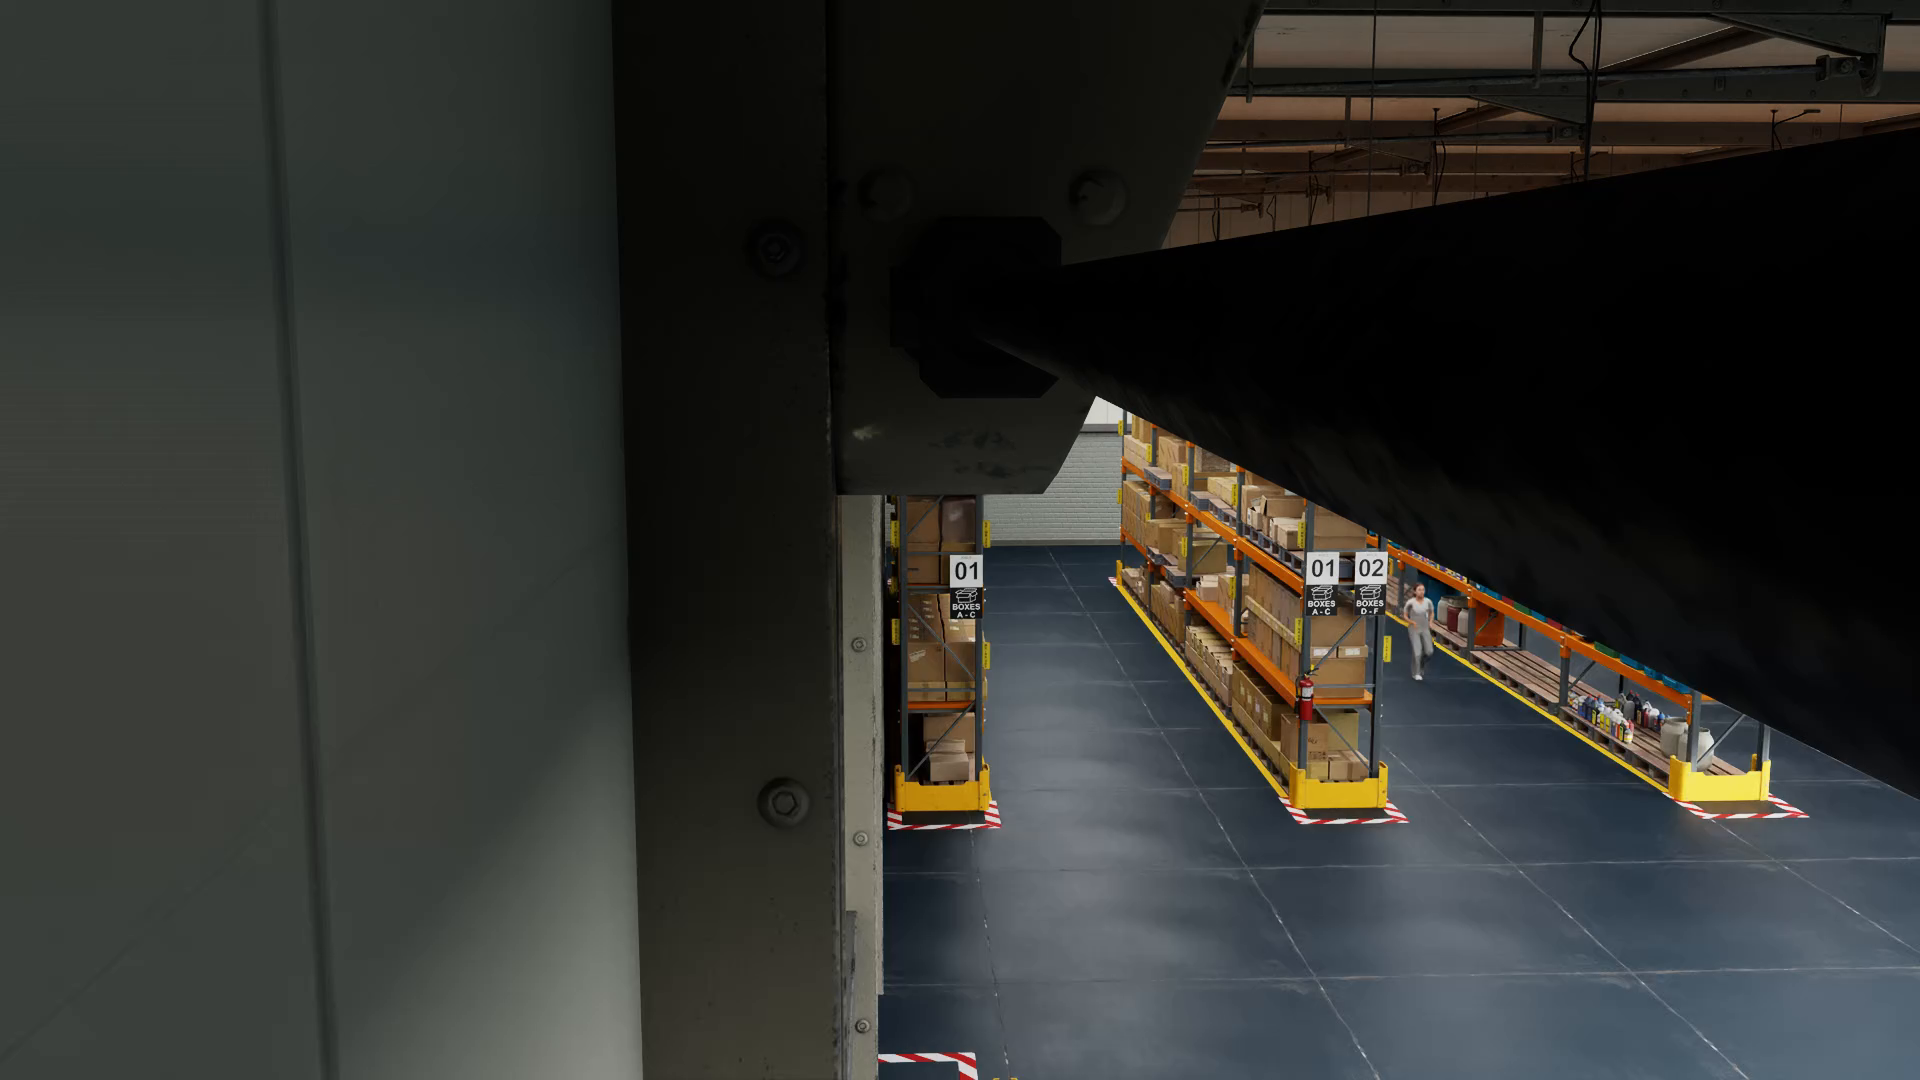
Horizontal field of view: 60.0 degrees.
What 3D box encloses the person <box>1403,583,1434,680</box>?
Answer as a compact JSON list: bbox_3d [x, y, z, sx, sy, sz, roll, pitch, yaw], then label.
[{"bbox_3d":[7.541,1.510,27.256,0.539,1.626,0.541,0,8,-2],"label":"person"}]
